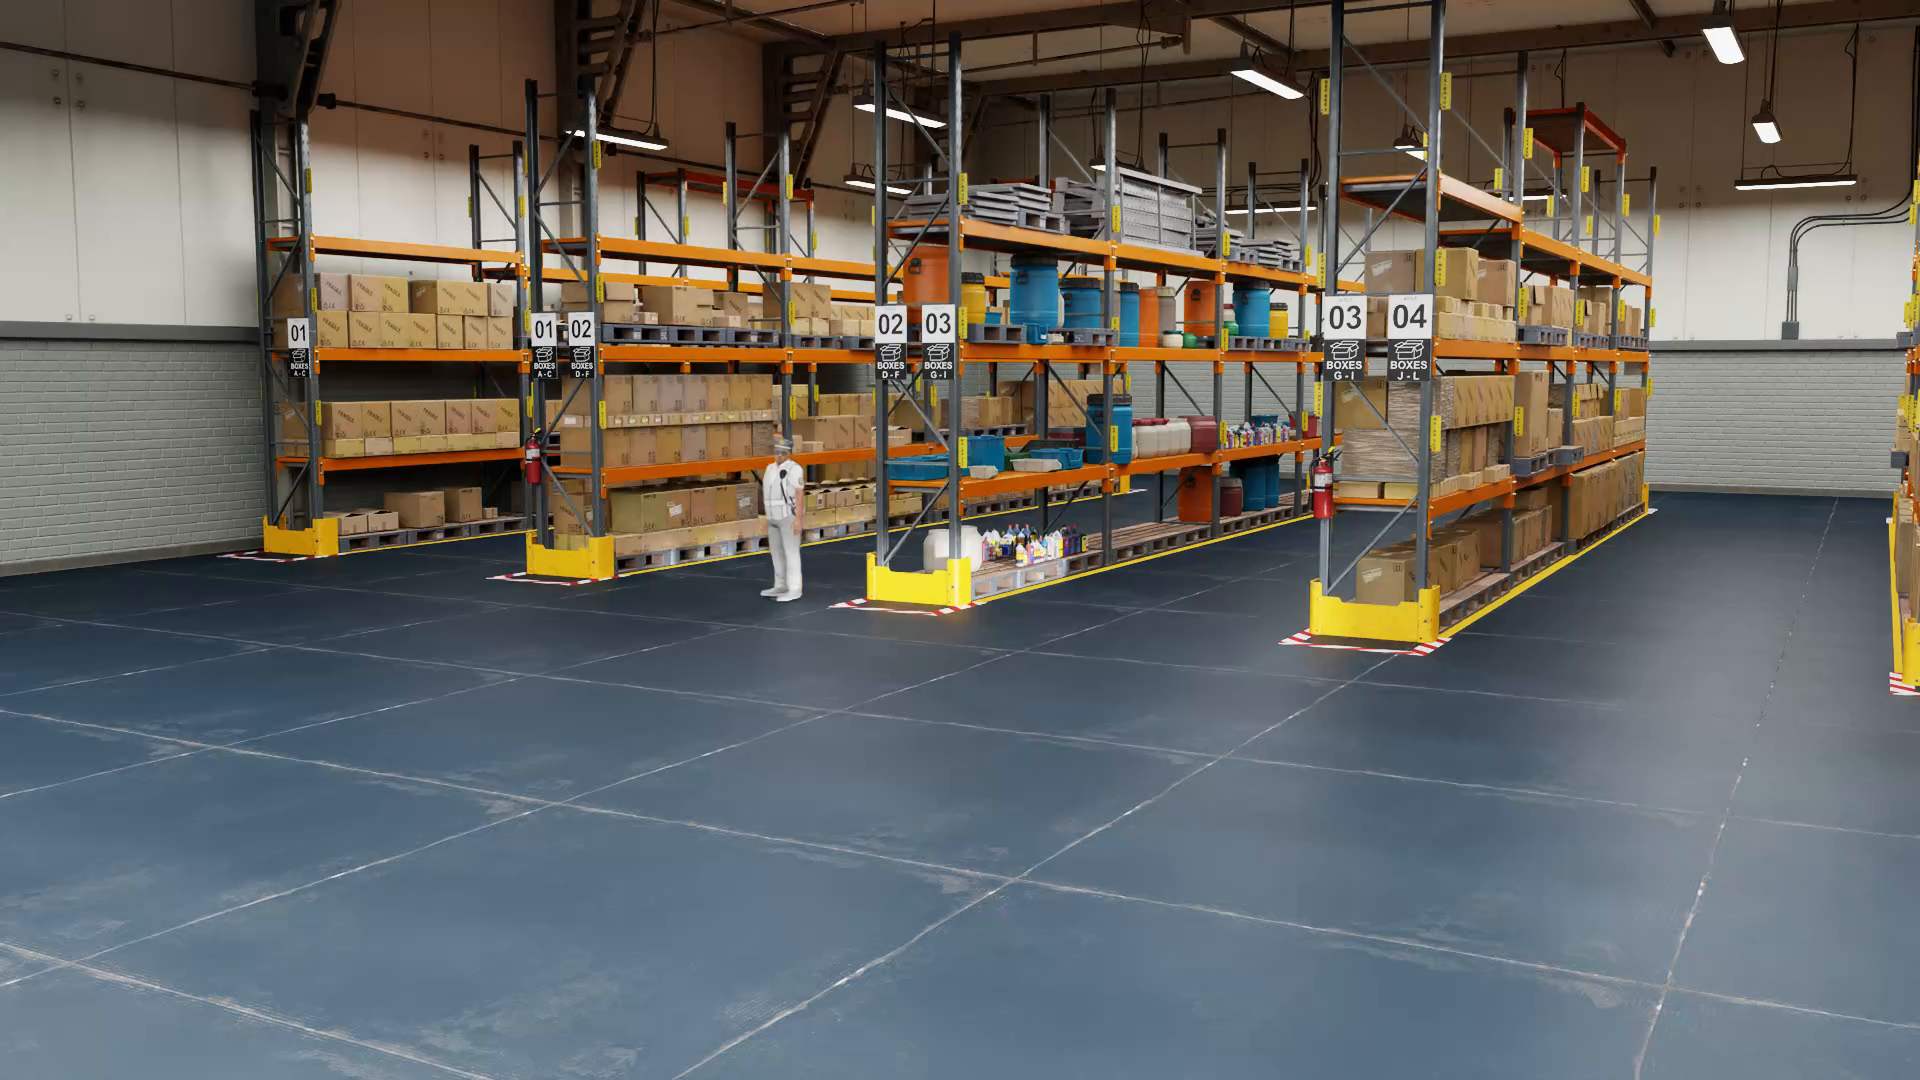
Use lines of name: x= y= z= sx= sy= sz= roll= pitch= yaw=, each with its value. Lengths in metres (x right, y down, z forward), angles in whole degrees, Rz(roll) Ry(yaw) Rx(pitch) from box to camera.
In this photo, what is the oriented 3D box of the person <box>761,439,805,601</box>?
person: x=-1.964 y=-0.231 z=18.148 sx=0.641 sy=1.750 sz=0.413 roll=5 pitch=8 yaw=41
